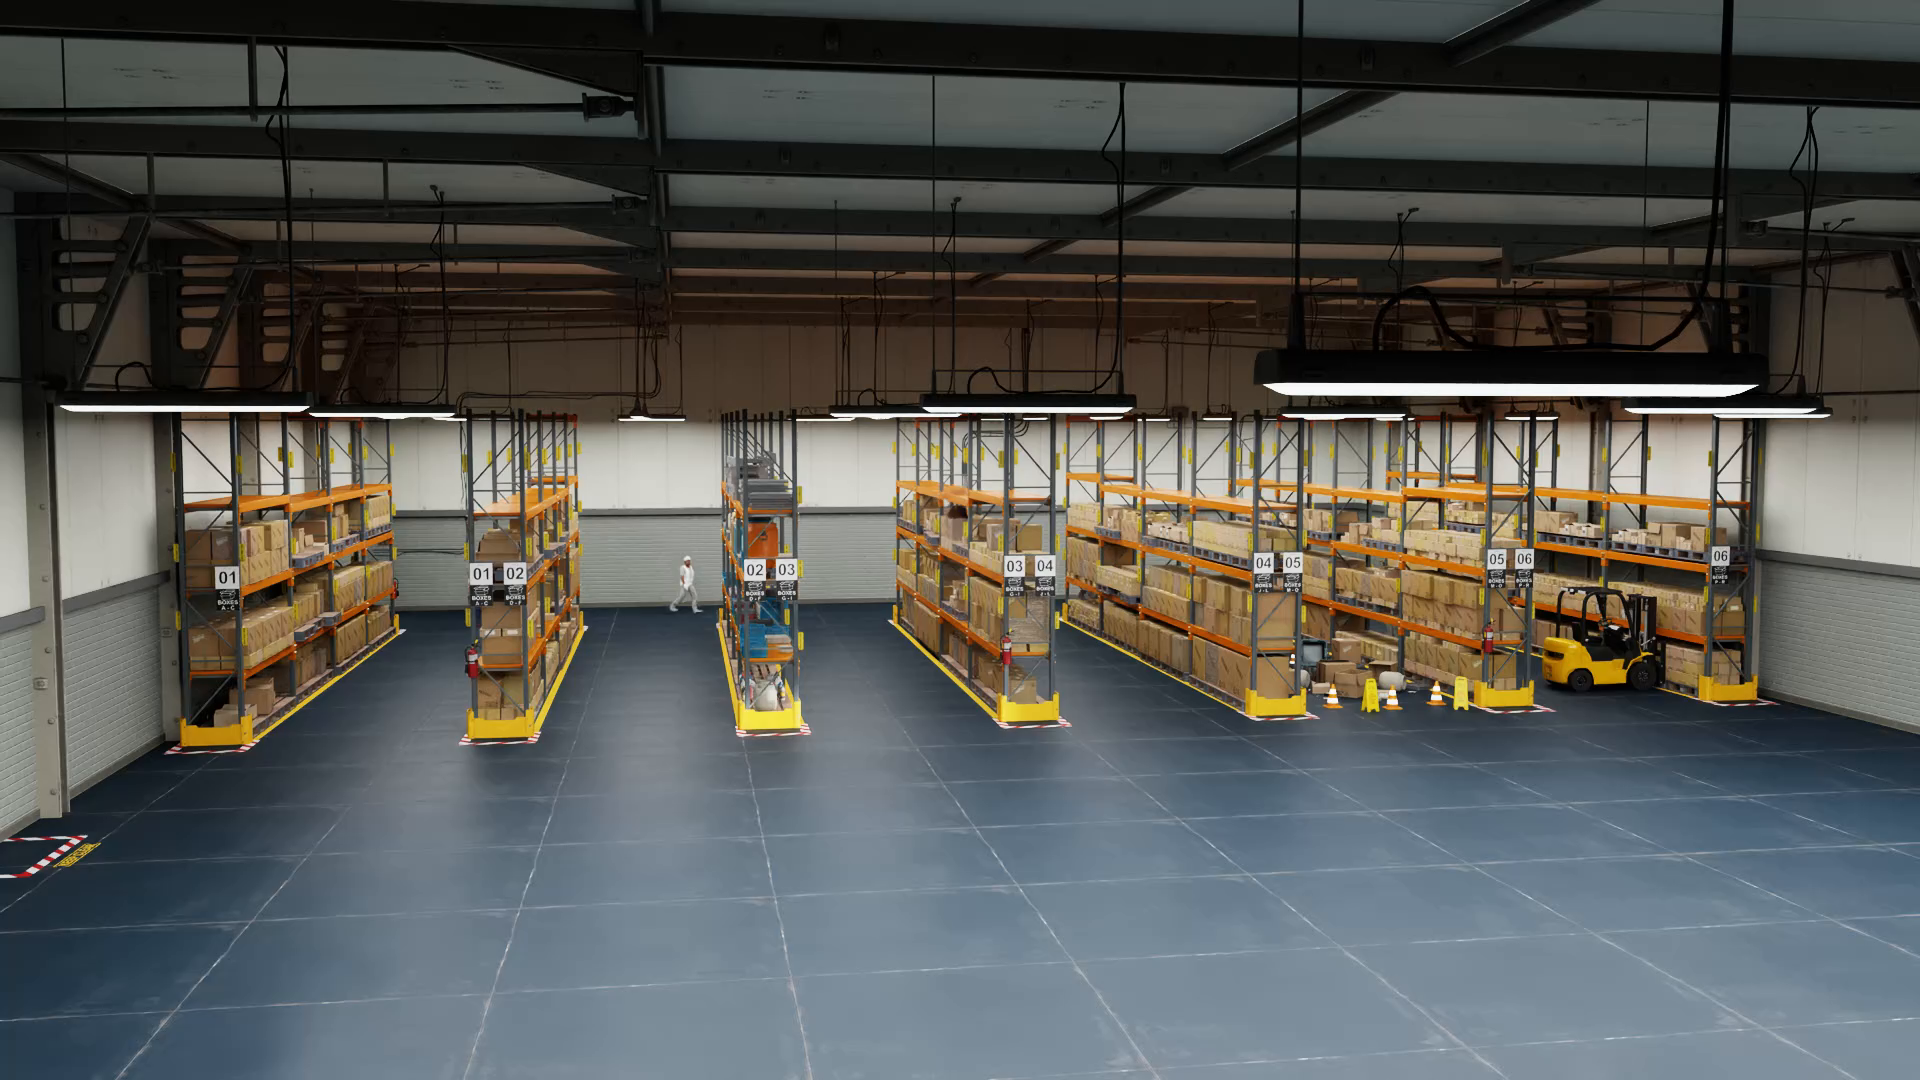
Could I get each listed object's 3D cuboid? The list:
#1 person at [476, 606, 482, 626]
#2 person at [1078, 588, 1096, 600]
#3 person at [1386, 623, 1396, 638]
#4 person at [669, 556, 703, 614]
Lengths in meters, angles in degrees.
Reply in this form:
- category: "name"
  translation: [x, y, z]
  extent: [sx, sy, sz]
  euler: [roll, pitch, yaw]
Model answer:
- category: "person"
  translation: [-13.481, 1.628, 46.897]
  extent: [0.472, 1.660, 0.497]
  euler: [0, 4, -5]
- category: "person"
  translation: [3.949, 1.324, 50.926]
  extent: [0.922, 1.689, 0.575]
  euler: [-1, 4, -10]
- category: "person"
  translation: [11.341, 1.915, 43.989]
  extent: [0.403, 1.495, 0.448]
  euler: [1, 4, 13]
- category: "person"
  translation: [-8.275, 1.358, 50.244]
  extent: [1.021, 1.743, 0.667]
  euler: [1, 4, 14]
